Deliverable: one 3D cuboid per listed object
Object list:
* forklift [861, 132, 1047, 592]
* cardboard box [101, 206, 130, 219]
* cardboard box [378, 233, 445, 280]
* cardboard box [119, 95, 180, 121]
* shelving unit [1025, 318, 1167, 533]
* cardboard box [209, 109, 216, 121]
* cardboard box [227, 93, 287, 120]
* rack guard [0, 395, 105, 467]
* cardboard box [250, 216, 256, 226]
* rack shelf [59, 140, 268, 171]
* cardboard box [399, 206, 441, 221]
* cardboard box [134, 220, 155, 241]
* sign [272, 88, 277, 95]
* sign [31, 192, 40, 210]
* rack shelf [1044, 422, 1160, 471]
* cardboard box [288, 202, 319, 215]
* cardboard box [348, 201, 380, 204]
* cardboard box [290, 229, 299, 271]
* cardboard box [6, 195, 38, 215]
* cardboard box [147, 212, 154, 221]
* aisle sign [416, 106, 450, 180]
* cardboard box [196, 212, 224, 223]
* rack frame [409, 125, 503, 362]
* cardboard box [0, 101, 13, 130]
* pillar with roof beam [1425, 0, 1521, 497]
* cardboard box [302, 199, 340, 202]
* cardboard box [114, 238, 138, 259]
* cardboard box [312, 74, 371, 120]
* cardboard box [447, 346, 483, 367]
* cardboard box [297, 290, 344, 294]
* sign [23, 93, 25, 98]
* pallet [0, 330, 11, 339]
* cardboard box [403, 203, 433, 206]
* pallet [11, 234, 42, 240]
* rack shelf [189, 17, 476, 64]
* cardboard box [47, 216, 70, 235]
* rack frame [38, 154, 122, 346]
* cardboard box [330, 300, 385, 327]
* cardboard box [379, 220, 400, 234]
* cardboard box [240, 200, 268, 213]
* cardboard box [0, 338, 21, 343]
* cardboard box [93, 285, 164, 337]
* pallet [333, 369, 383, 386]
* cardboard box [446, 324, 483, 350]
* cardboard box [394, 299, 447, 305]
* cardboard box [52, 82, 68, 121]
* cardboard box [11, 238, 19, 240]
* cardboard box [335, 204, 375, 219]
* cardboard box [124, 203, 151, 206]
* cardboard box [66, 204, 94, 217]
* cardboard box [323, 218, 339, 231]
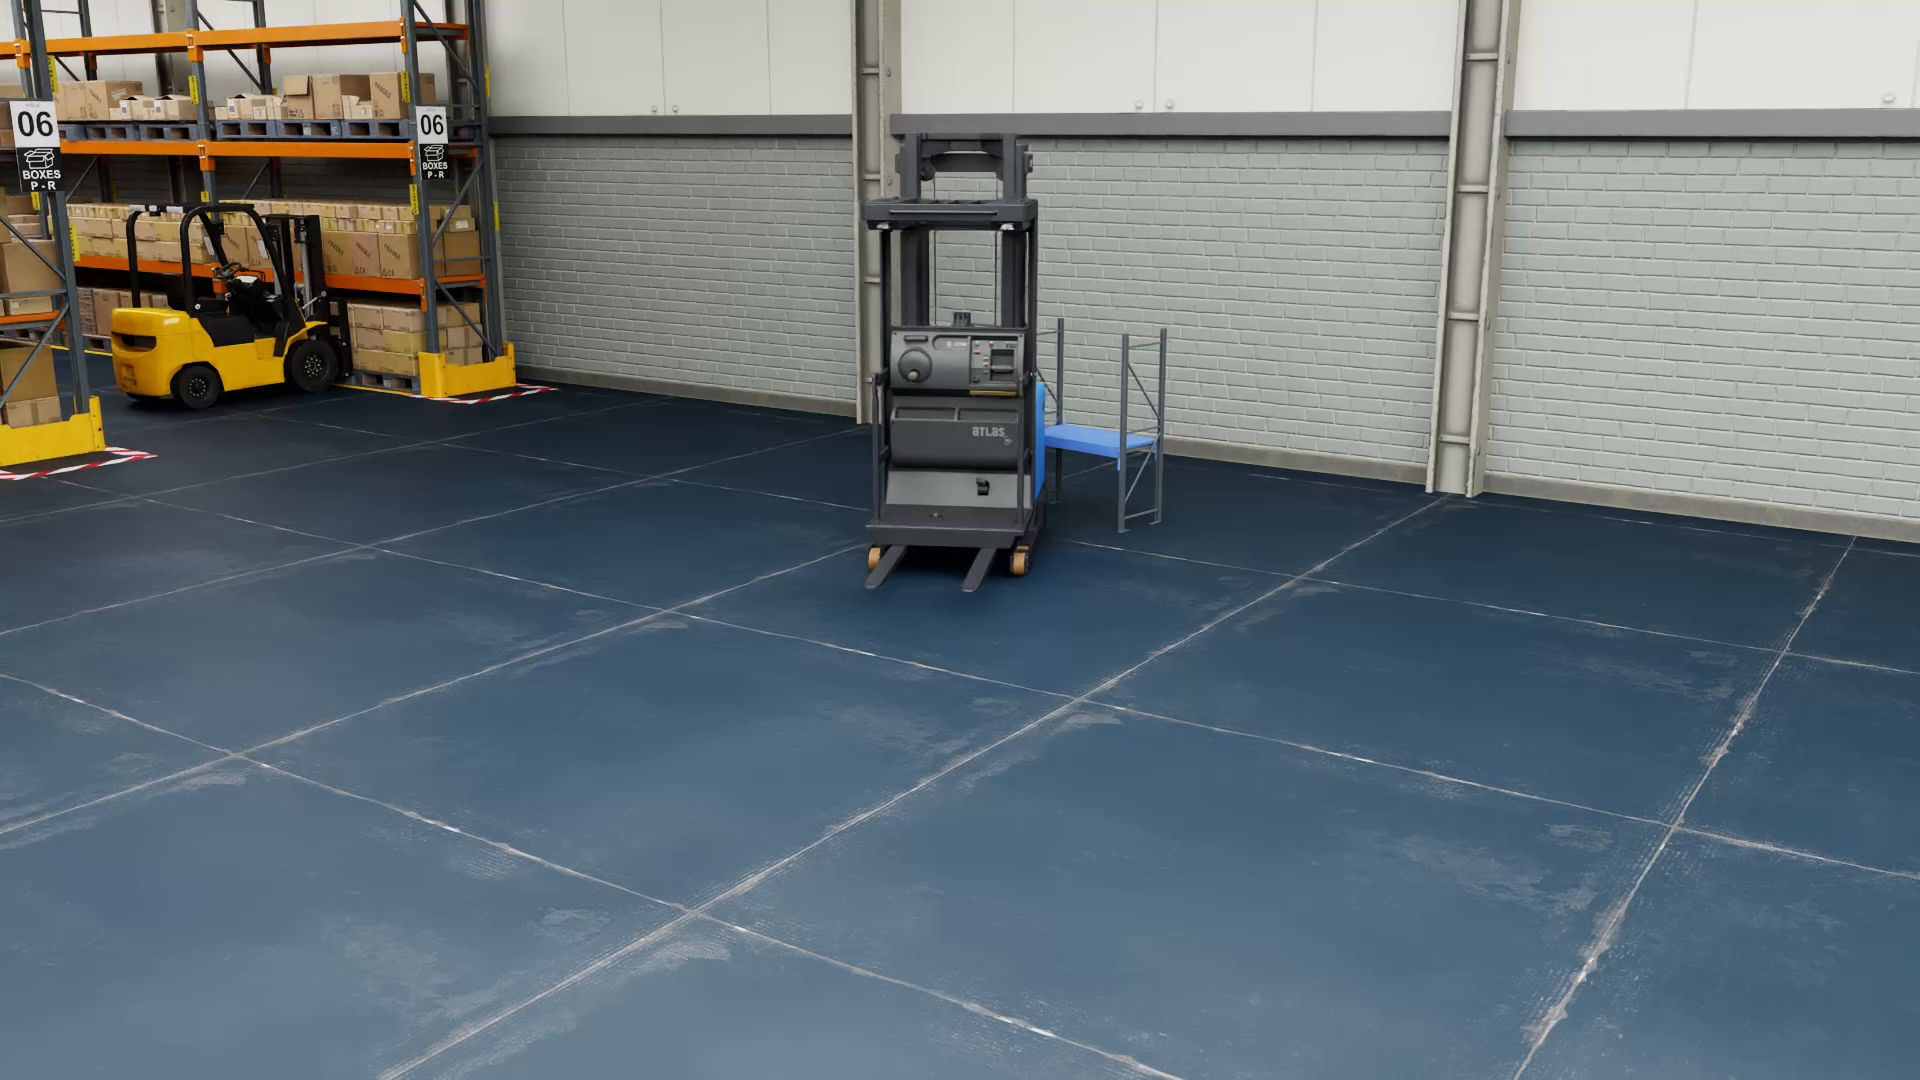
[{"bbox_3d":[-0.046,-1.265,11.334,1.130,2.935,3.031,2,14,8],"label":"forklift"},{"bbox_3d":[-11.189,-4.365,22.156,0.250,0.149,0.380,10,17,34],"label":"cardboard box"},{"bbox_3d":[-6.282,-3.263,19.056,0.500,0.500,0.500,9,16,32],"label":"cardboard box"},{"bbox_3d":[-10.420,-5.554,21.379,0.500,0.311,0.500,9,16,31],"label":"cardboard box"},{"bbox_3d":[1.008,-0.910,12.877,1.048,1.500,0.538,13,19,42],"label":"shelving unit"},{"bbox_3d":[-9.641,-5.477,21.405,0.250,0.149,0.380,9,17,33],"label":"cardboard box"},{"bbox_3d":[-8.492,-5.243,20.120,0.500,0.311,0.500,10,17,34],"label":"cardboard box"},{"bbox_3d":[-8.557,-1.008,15.354,0.348,0.500,1.175,9,17,33],"label":"rack guard"},{"bbox_3d":[-8.481,-3.942,20.447,0.250,0.149,0.380,9,17,33],"label":"cardboard box"},{"bbox_3d":[-10.706,-5.113,21.989,4.000,0.370,1.077,9,17,33],"label":"rack shelf"},{"bbox_3d":[-6.142,-3.715,18.911,0.250,0.149,0.380,9,17,33],"label":"cardboard box"},{"bbox_3d":[-10.448,-4.060,21.752,0.500,0.250,0.500,10,17,34],"label":"cardboard box"},{"bbox_3d":[-8.738,-5.594,21.195,0.005,0.325,0.100,9,17,33],"label":"sign"},{"bbox_3d":[-12.660,-4.688,22.775,0.005,0.325,0.100,9,17,33],"label":"sign"},{"bbox_3d":[1.008,-0.735,12.920,1.000,0.185,0.538,13,19,42],"label":"rack shelf"},{"bbox_3d":[-7.834,-3.987,20.008,0.250,0.149,0.380,9,17,33],"label":"cardboard box"},{"bbox_3d":[-7.154,-4.010,20.102,0.250,0.149,0.380,9,17,33],"label":"cardboard box"},{"bbox_3d":[-7.962,-3.540,20.175,0.500,0.500,0.500,9,17,32],"label":"cardboard box"},{"bbox_3d":[-13.823,-4.710,24.019,0.637,0.503,0.797,9,16,32],"label":"cardboard box"},{"bbox_3d":[-10.326,-4.233,21.624,0.250,0.149,0.380,9,16,31],"label":"cardboard box"},{"bbox_3d":[-5.837,-4.396,18.428,0.004,0.787,0.394,9,17,33],"label":"aisle sign"},{"bbox_3d":[-9.454,-4.103,21.096,0.250,0.149,0.380,10,17,35],"label":"cardboard box"},{"bbox_3d":[-5.727,-3.201,19.013,0.127,3.000,1.000,9,17,33],"label":"rack frame"},{"bbox_3d":[-8.763,-3.859,15.121,0.500,0.250,0.500,9,16,32],"label":"cardboard box"},{"bbox_3d":[1.753,-3.919,9.426,0.400,9.000,9.100,9,17,33],"label":"pillar with roof beam"},{"bbox_3d":[-7.958,-4.167,20.737,0.250,0.149,0.380,9,16,32],"label":"cardboard box"},{"bbox_3d":[-10.858,-3.887,22.095,0.500,0.250,0.500,10,17,35],"label":"cardboard box"},{"bbox_3d":[-7.025,-5.126,19.257,0.500,0.500,0.700,9,17,33],"label":"cardboard box"},{"bbox_3d":[-6.026,-2.175,19.716,0.500,0.250,0.500,9,17,33],"label":"cardboard box"},{"bbox_3d":[-8.101,-3.000,20.966,0.500,0.250,0.500,9,16,32],"label":"cardboard box"},{"bbox_3d":[-12.670,-5.873,22.488,0.005,0.325,0.100,9,17,33],"label":"sign"},{"bbox_3d":[-13.972,-3.192,24.778,1.213,0.211,1.003,9,17,33],"label":"pallet"},{"bbox_3d":[-6.312,-3.871,19.542,0.250,0.149,0.380,10,17,34],"label":"cardboard box"},{"bbox_3d":[-12.967,-4.258,23.680,1.003,0.211,1.213,9,17,33],"label":"pallet"},{"bbox_3d":[-7.387,-5.838,19.510,4.000,0.370,1.077,9,17,33],"label":"rack shelf"},{"bbox_3d":[-12.148,-4.331,22.847,0.500,0.250,0.500,9,17,33],"label":"cardboard box"},{"bbox_3d":[-12.365,-4.274,23.347,0.127,3.000,1.000,9,17,33],"label":"rack frame"},{"bbox_3d":[-7.135,-2.688,19.708,0.500,0.250,0.500,9,17,34],"label":"cardboard box"},{"bbox_3d":[-6.400,-3.584,18.999,0.250,0.149,0.380,9,17,34],"label":"cardboard box"},{"bbox_3d":[-8.670,-4.130,20.588,0.250,0.149,0.380,9,17,34],"label":"cardboard box"},{"bbox_3d":[-9.466,-1.680,16.154,0.500,0.500,0.500,8,16,31],"label":"cardboard box"},{"bbox_3d":[-11.309,-3.153,22.885,0.625,0.625,0.875,10,17,35],"label":"cardboard box"},{"bbox_3d":[-7.393,-2.106,20.390,1.213,0.211,1.003,9,17,33],"label":"pallet"},{"bbox_3d":[-6.002,-2.418,19.655,0.500,0.250,0.500,10,17,34],"label":"cardboard box"},{"bbox_3d":[-6.437,-2.724,19.853,0.500,0.250,0.500,9,17,33],"label":"cardboard box"},{"bbox_3d":[-11.900,-5.885,22.323,0.500,0.500,0.500,9,17,33],"label":"cardboard box"},{"bbox_3d":[-9.164,-2.592,15.723,0.500,0.500,0.500,10,17,35],"label":"cardboard box"},{"bbox_3d":[-7.039,-3.833,19.386,0.250,0.149,0.380,10,17,34],"label":"cardboard box"},{"bbox_3d":[-11.280,-4.556,22.926,0.250,0.149,0.380,9,16,32],"label":"cardboard box"},{"bbox_3d":[-12.043,-4.500,22.703,0.250,0.149,0.380,10,17,34],"label":"cardboard box"},{"bbox_3d":[-7.249,-3.722,19.560,0.250,0.149,0.380,9,17,33],"label":"cardboard box"}]
